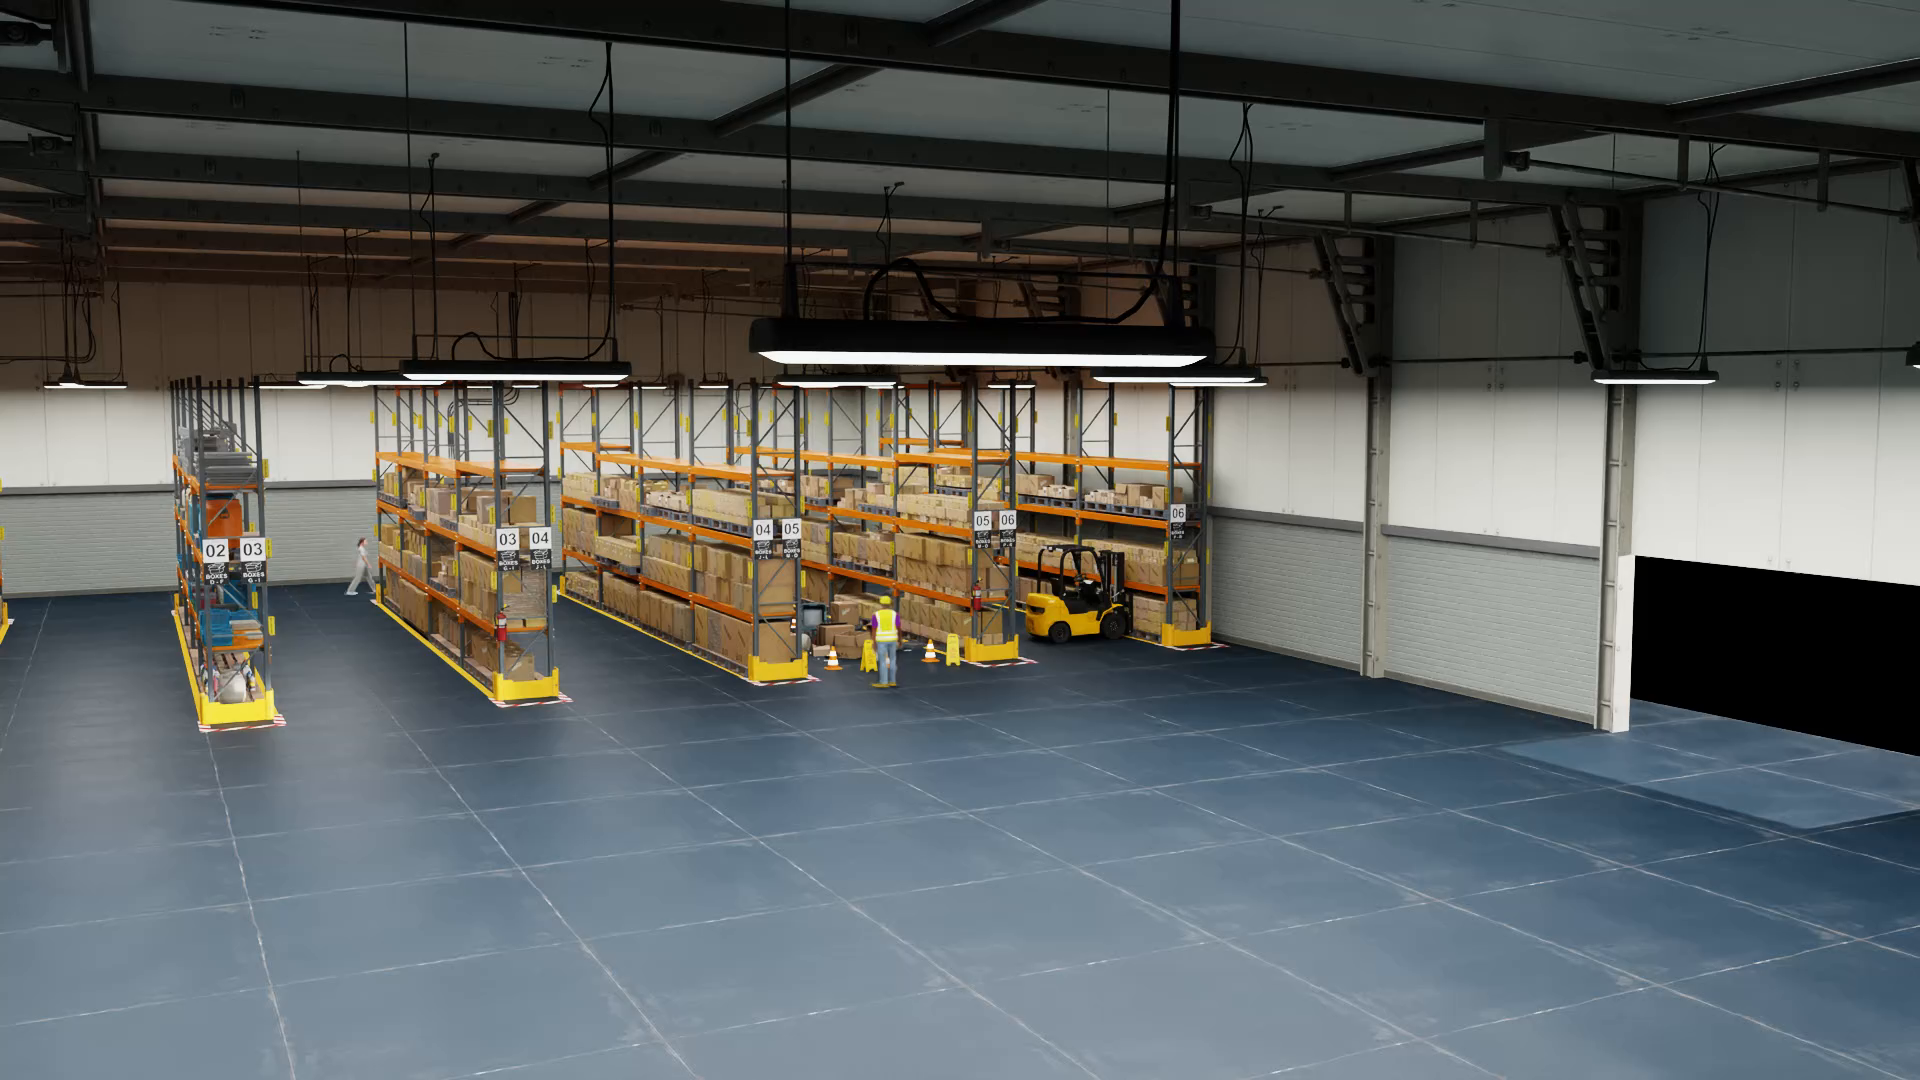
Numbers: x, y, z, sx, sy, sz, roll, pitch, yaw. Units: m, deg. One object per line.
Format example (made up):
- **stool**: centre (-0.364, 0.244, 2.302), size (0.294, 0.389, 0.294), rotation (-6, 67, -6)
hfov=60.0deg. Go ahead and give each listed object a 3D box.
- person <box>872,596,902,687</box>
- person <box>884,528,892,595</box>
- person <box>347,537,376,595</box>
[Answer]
- **person**: centre (-1.418, 1.976, 32.279), size (0.602, 1.796, 0.363), rotation (-1, 5, -15)
- **person**: centre (-2.002, 0.608, 44.564), size (0.504, 1.836, 0.677), rotation (-3, 6, -30)
- **person**: centre (-16.787, 0.724, 46.902), size (1.048, 1.601, 0.539), rotation (-3, 6, -28)
